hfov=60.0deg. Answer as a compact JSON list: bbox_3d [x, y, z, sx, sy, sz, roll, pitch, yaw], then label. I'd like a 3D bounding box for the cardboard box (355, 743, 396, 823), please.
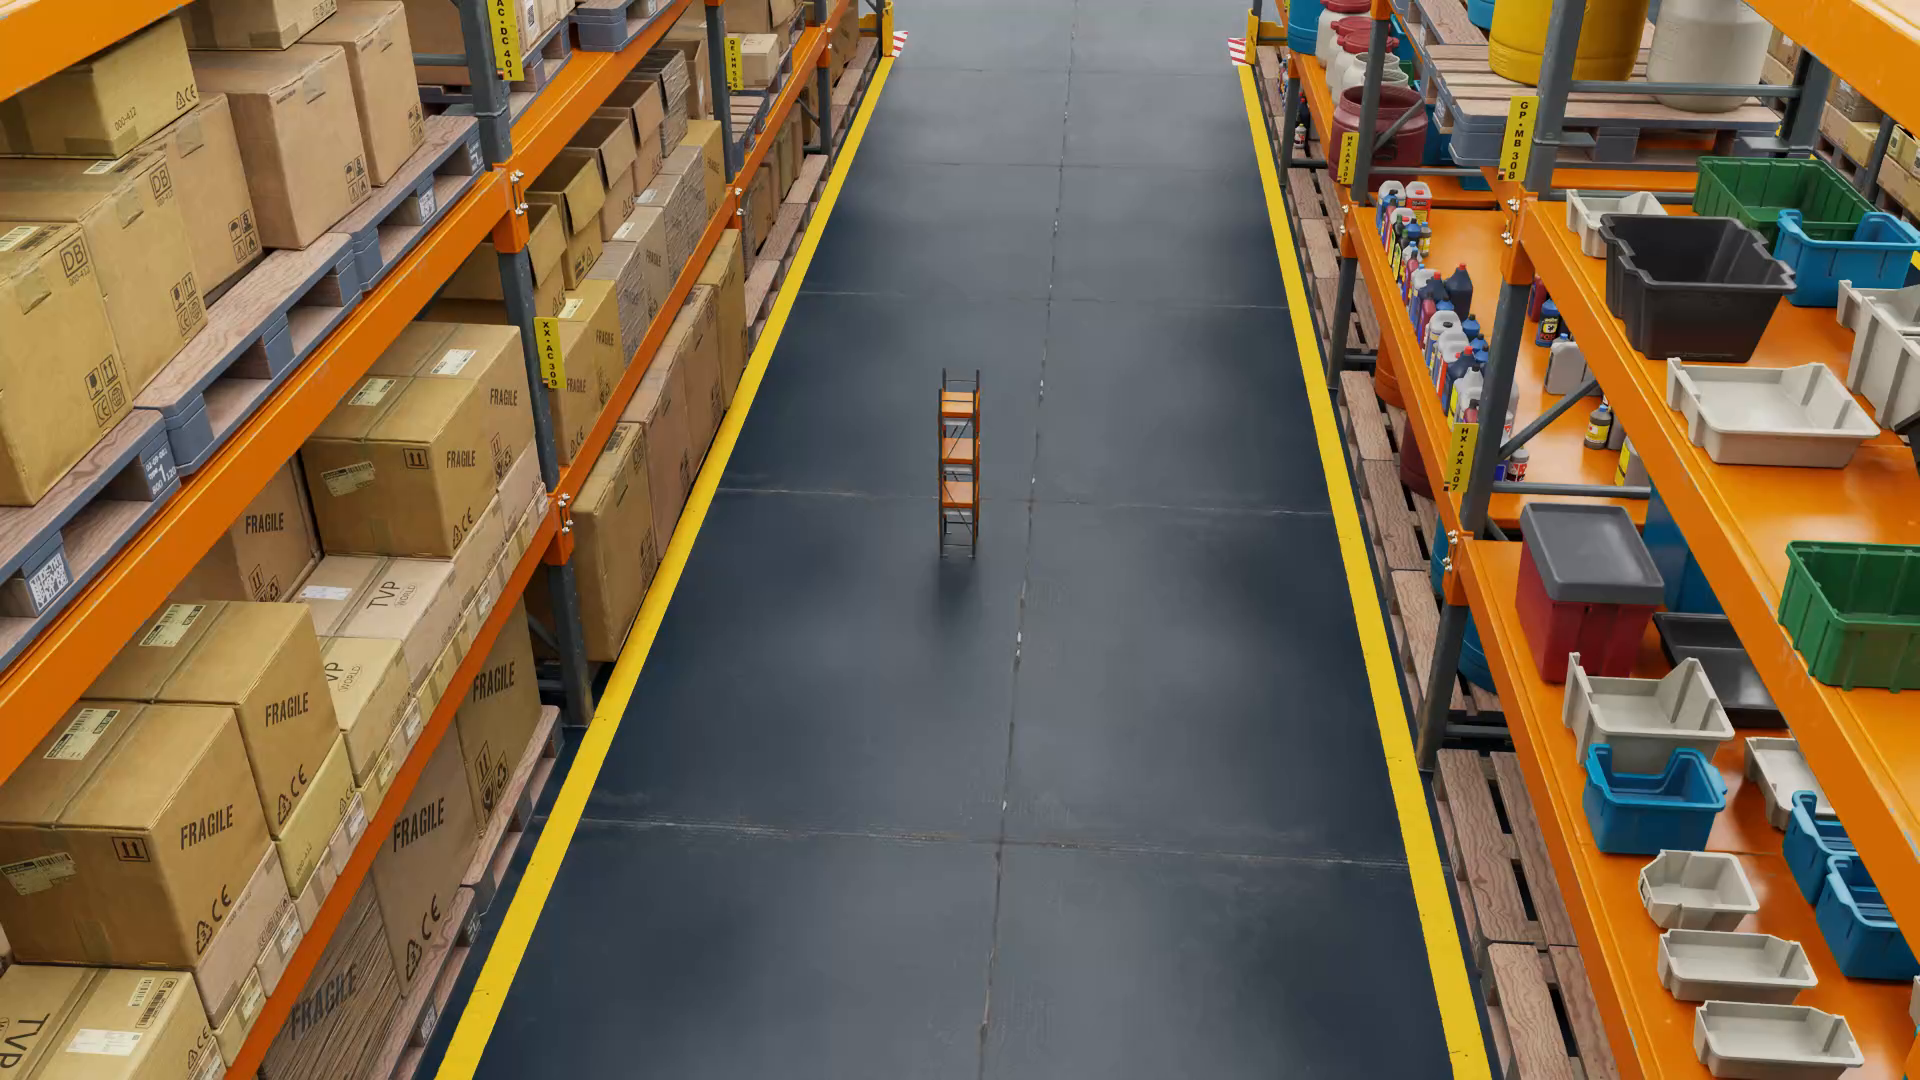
[{"bbox_3d":[-2.136,0.810,5.596,0.380,0.149,0.250,2,32,3],"label":"cardboard box"}]

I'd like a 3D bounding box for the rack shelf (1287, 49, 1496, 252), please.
[{"bbox_3d":[3.133,-3.032,12.277,1.077,0.370,4.000,2,32,4],"label":"rack shelf"}]

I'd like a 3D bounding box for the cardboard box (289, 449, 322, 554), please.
[{"bbox_3d":[-2.634,-0.298,6.299,0.500,0.500,0.500,2,32,4],"label":"cardboard box"}]

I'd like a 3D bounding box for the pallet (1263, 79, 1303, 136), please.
[{"bbox_3d":[3.489,-4.186,16.122,1.003,0.211,1.213,2,32,4],"label":"pallet"}]

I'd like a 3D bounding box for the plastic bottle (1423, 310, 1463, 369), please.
[{"bbox_3d":[2.455,-1.014,8.436,0.152,0.276,0.135,2,32,4],"label":"plastic bottle"}]

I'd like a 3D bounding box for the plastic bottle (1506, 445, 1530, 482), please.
[{"bbox_3d":[2.480,-0.341,7.413,0.097,0.201,0.097,0,32,0],"label":"plastic bottle"}]

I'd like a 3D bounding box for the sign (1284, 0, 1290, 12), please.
[{"bbox_3d":[2.748,-4.531,13.760,0.100,0.325,0.005,2,32,4],"label":"sign"}]

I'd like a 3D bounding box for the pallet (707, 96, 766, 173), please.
[{"bbox_3d":[-2.015,-2.800,11.397,1.213,0.211,1.003,2,32,4],"label":"pallet"}]

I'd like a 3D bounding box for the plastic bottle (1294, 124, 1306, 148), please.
[{"bbox_3d":[3.015,-3.583,14.734,0.097,0.201,0.097,0,32,0],"label":"plastic bottle"}]

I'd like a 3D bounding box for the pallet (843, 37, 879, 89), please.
[{"bbox_3d":[-1.423,-5.037,17.503,1.003,0.211,1.213,2,32,4],"label":"pallet"}]

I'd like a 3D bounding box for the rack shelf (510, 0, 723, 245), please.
[{"bbox_3d":[-2.129,-2.429,8.439,1.077,0.370,4.000,2,32,4],"label":"rack shelf"}]

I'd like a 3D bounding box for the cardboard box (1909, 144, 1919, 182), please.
[{"bbox_3d":[7.905,-2.951,13.145,0.500,0.311,0.500,2,32,3],"label":"cardboard box"}]

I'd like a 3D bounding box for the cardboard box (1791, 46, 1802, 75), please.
[{"bbox_3d":[8.168,-4.535,15.535,0.500,0.500,0.500,2,32,4],"label":"cardboard box"}]

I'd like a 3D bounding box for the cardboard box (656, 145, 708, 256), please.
[{"bbox_3d":[-1.806,-2.018,9.850,0.500,0.500,0.500,2,32,4],"label":"cardboard box"}]

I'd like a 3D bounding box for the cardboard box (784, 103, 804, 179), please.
[{"bbox_3d":[-1.712,-3.399,14.150,0.700,0.500,0.500,0,32,0],"label":"cardboard box"}]

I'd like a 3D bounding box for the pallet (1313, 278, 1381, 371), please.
[{"bbox_3d":[3.072,-1.509,11.778,1.003,0.211,1.213,2,32,4],"label":"pallet"}]

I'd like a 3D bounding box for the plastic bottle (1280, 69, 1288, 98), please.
[{"bbox_3d":[3.135,-4.388,15.972,0.097,0.271,0.097,0,32,0],"label":"plastic bottle"}]

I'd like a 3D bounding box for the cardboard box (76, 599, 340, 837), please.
[{"bbox_3d":[-2.233,0.525,4.964,0.500,0.500,0.500,2,32,3],"label":"cardboard box"}]

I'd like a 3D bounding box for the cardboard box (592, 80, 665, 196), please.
[{"bbox_3d":[-2.098,-2.252,9.273,0.797,0.503,0.637,3,32,5],"label":"cardboard box"}]

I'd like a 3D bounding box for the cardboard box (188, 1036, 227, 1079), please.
[{"bbox_3d":[-2.240,1.480,4.509,0.380,0.149,0.250,2,32,3],"label":"cardboard box"}]

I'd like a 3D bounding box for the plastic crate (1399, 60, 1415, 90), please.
[{"bbox_3d":[3.435,-3.371,12.344,0.450,0.188,0.662,2,32,4],"label":"plastic crate"}]

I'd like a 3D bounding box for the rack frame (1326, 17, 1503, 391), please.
[{"bbox_3d":[2.970,-2.293,10.391,1.000,3.000,0.127,2,32,4],"label":"rack frame"}]

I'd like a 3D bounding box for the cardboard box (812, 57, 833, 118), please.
[{"bbox_3d":[-1.529,-4.218,15.497,0.500,0.500,0.500,13,34,19],"label":"cardboard box"}]

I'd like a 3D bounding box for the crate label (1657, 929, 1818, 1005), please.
[{"bbox_3d":[2.241,1.246,4.844,0.396,0.136,0.243,2,32,4],"label":"crate label"}]

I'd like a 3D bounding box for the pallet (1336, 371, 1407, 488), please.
[{"bbox_3d":[2.948,-0.691,10.451,1.003,0.211,1.213,2,32,4],"label":"pallet"}]

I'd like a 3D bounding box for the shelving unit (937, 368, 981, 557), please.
[{"bbox_3d":[-0.004,-0.419,9.209,0.215,1.050,0.252,2,32,4],"label":"shelving unit"}]

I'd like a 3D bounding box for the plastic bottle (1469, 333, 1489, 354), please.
[{"bbox_3d":[2.562,-0.896,8.247,0.097,0.271,0.097,0,32,0],"label":"plastic bottle"}]

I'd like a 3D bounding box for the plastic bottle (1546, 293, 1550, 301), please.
[{"bbox_3d":[3.215,-1.363,8.930,0.144,0.351,0.185,2,32,4],"label":"plastic bottle"}]

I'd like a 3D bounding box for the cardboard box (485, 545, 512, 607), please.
[{"bbox_3d":[-2.032,0.137,6.689,0.380,0.149,0.250,2,32,3],"label":"cardboard box"}]

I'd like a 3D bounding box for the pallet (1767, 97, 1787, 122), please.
[{"bbox_3d":[8.436,-4.037,15.880,1.003,0.211,1.213,2,32,4],"label":"pallet"}]

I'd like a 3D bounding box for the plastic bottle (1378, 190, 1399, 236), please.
[{"bbox_3d":[2.576,-1.966,9.984,0.097,0.271,0.097,0,32,0],"label":"plastic bottle"}]

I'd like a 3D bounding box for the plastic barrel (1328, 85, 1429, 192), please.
[{"bbox_3d":[2.706,-2.606,10.770,0.600,0.536,0.708,2,32,4],"label":"plastic barrel"}]

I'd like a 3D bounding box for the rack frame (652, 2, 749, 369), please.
[{"bbox_3d":[-1.966,-2.504,10.735,1.000,3.000,0.127,2,32,4],"label":"rack frame"}]

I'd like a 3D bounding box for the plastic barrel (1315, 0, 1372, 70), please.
[{"bbox_3d":[2.999,-3.951,12.953,0.433,0.535,0.433,0,32,0],"label":"plastic barrel"}]

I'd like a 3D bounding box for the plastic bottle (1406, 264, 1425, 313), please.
[{"bbox_3d":[2.482,-1.362,9.004,0.097,0.271,0.097,0,32,0],"label":"plastic bottle"}]

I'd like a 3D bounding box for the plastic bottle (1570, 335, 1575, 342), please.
[{"bbox_3d":[3.156,-0.979,8.379,0.152,0.276,0.135,2,32,4],"label":"plastic bottle"}]

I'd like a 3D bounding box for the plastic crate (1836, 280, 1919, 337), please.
[{"bbox_3d":[2.920,-0.684,5.174,0.293,0.136,0.466,2,32,4],"label":"plastic crate"}]

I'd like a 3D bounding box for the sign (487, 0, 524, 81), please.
[{"bbox_3d":[-1.739,-1.920,6.360,0.100,0.325,0.005,2,32,4],"label":"sign"}]

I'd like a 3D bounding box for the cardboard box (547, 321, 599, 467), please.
[{"bbox_3d":[-2.005,-0.685,7.687,0.500,0.500,0.500,3,32,4],"label":"cardboard box"}]

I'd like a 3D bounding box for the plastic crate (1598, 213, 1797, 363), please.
[{"bbox_3d":[2.270,-0.785,5.210,0.497,0.269,0.590,2,32,4],"label":"plastic crate"}]

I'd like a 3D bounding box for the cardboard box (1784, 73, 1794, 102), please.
[{"bbox_3d":[8.169,-4.215,15.732,0.500,0.250,0.500,2,32,4],"label":"cardboard box"}]

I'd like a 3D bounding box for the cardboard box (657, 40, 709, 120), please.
[{"bbox_3d":[-1.962,-3.010,11.059,0.500,0.500,0.500,-1,32,-2],"label":"cardboard box"}]

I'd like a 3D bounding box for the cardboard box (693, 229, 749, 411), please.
[{"bbox_3d":[-2.043,-1.418,10.598,1.225,0.875,0.875,1,32,2],"label":"cardboard box"}]

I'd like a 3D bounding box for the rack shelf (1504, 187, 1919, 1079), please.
[{"bbox_3d":[2.482,-0.126,4.702,1.077,0.370,4.000,2,32,4],"label":"rack shelf"}]

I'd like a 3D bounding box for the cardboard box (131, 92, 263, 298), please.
[{"bbox_3d":[-2.528,-0.993,4.833,0.700,0.500,0.500,4,32,6],"label":"cardboard box"}]

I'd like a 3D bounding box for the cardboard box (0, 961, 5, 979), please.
[{"bbox_3d":[-2.843,1.351,4.338,0.500,0.250,0.500,2,32,3],"label":"cardboard box"}]

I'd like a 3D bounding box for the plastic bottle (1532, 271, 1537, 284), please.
[{"bbox_3d":[3.276,-1.544,9.365,0.097,0.201,0.097,0,32,0],"label":"plastic bottle"}]

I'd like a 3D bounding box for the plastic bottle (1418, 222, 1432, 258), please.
[{"bbox_3d":[2.701,-1.758,9.713,0.097,0.201,0.097,0,32,0],"label":"plastic bottle"}]

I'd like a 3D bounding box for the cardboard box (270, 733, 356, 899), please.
[{"bbox_3d":[-2.229,0.842,5.164,0.500,0.250,0.500,1,32,2],"label":"cardboard box"}]

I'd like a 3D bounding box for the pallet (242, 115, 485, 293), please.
[{"bbox_3d":[-2.369,-1.224,5.884,1.003,0.211,1.213,2,32,4],"label":"pallet"}]

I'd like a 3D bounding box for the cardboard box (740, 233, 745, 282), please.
[{"bbox_3d":[-1.932,-1.979,11.845,0.700,0.500,0.500,1,32,1],"label":"cardboard box"}]

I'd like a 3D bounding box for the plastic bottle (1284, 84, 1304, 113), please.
[{"bbox_3d":[3.120,-4.115,15.525,0.152,0.276,0.135,3,32,5],"label":"plastic bottle"}]

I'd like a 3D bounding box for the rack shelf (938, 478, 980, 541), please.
[{"bbox_3d":[-0.004,-0.173,9.361,0.215,0.259,0.240,2,32,4],"label":"rack shelf"}]

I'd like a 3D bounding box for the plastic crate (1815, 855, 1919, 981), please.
[{"bbox_3d":[2.774,1.133,4.935,0.416,0.233,0.300,2,32,4],"label":"plastic crate"}]

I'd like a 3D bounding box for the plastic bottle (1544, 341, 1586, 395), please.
[{"bbox_3d":[2.986,-0.865,8.192,0.152,0.276,0.135,2,32,4],"label":"plastic bottle"}]

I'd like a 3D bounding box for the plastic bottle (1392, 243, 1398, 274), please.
[{"bbox_3d":[2.527,-1.624,9.496,0.097,0.201,0.097,0,32,0],"label":"plastic bottle"}]

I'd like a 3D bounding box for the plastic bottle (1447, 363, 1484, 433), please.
[{"bbox_3d":[2.393,-0.675,7.813,0.144,0.351,0.185,2,32,4],"label":"plastic bottle"}]
